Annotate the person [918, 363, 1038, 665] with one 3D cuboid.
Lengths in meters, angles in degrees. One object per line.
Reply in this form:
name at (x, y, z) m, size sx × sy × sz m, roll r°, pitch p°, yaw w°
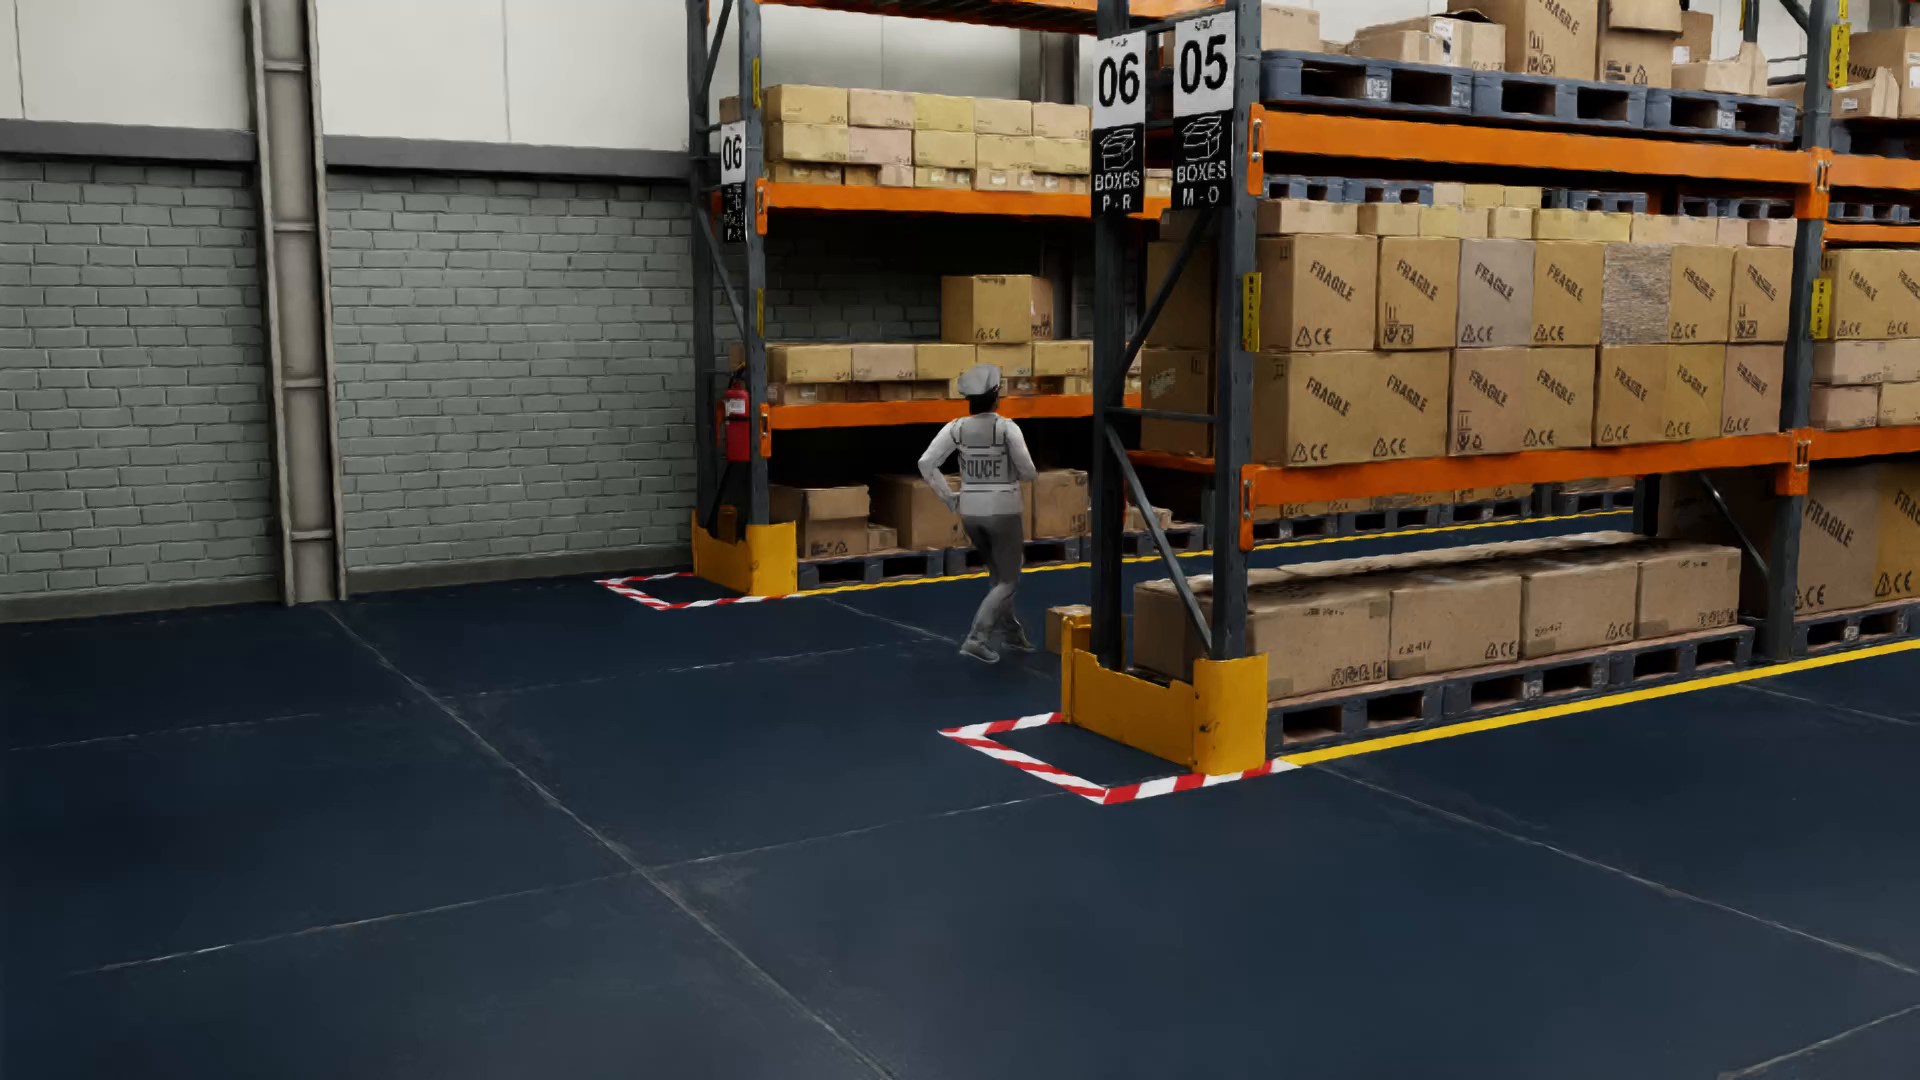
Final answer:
person at (0.223, -0.136, 9.174) m, size 0.574 × 1.682 × 0.805 m, roll 6°, pitch 10°, yaw 37°
